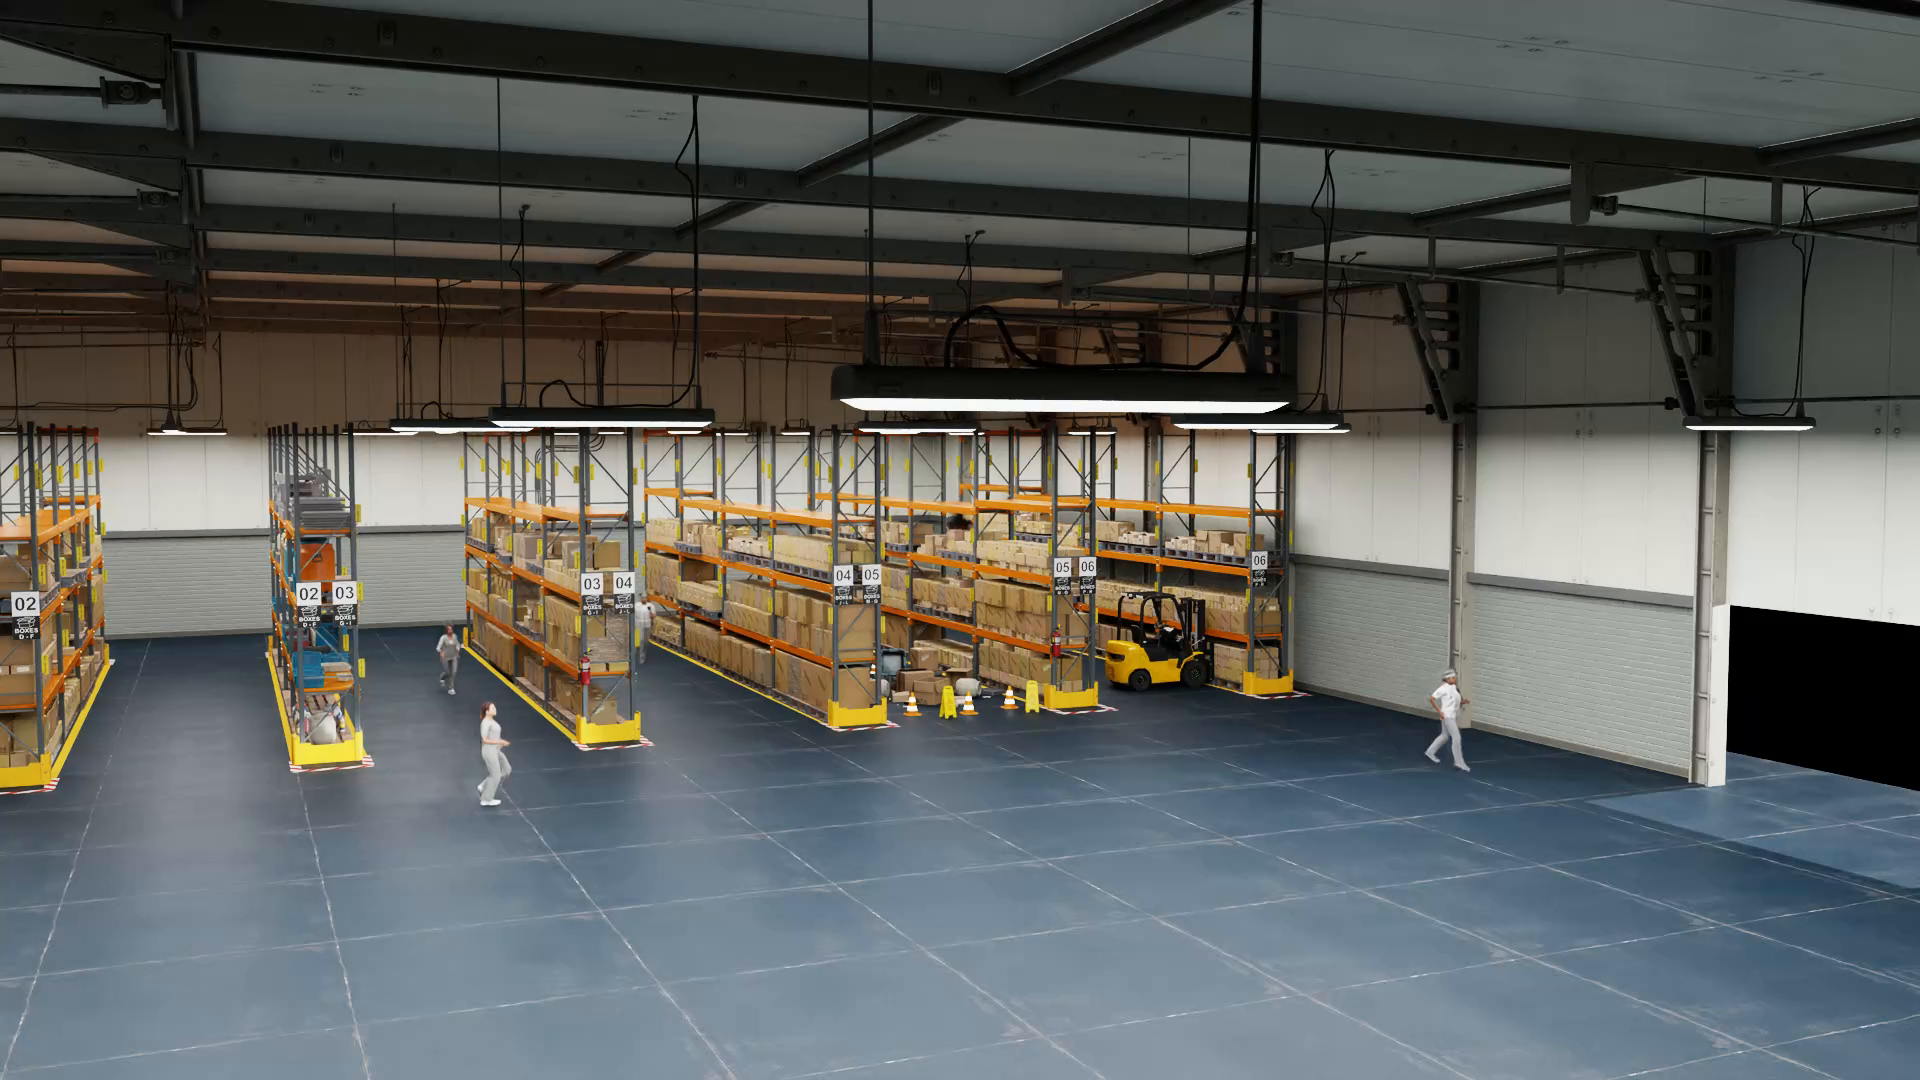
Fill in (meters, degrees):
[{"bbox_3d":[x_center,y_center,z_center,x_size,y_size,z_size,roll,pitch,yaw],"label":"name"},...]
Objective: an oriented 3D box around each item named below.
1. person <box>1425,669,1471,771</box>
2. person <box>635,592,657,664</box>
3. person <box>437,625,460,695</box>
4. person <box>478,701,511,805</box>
[{"bbox_3d":[8.484,3.098,28.859,0.851,1.727,0.563,3,4,36],"label":"person"},{"bbox_3d":[-8.094,2.240,42.578,0.647,1.844,0.830,-1,4,-23],"label":"person"},{"bbox_3d":[-11.499,2.669,37.374,0.527,1.562,0.694,-2,4,-34],"label":"person"},{"bbox_3d":[-7.257,3.317,25.912,0.564,1.625,0.557,0,3,0],"label":"person"}]
